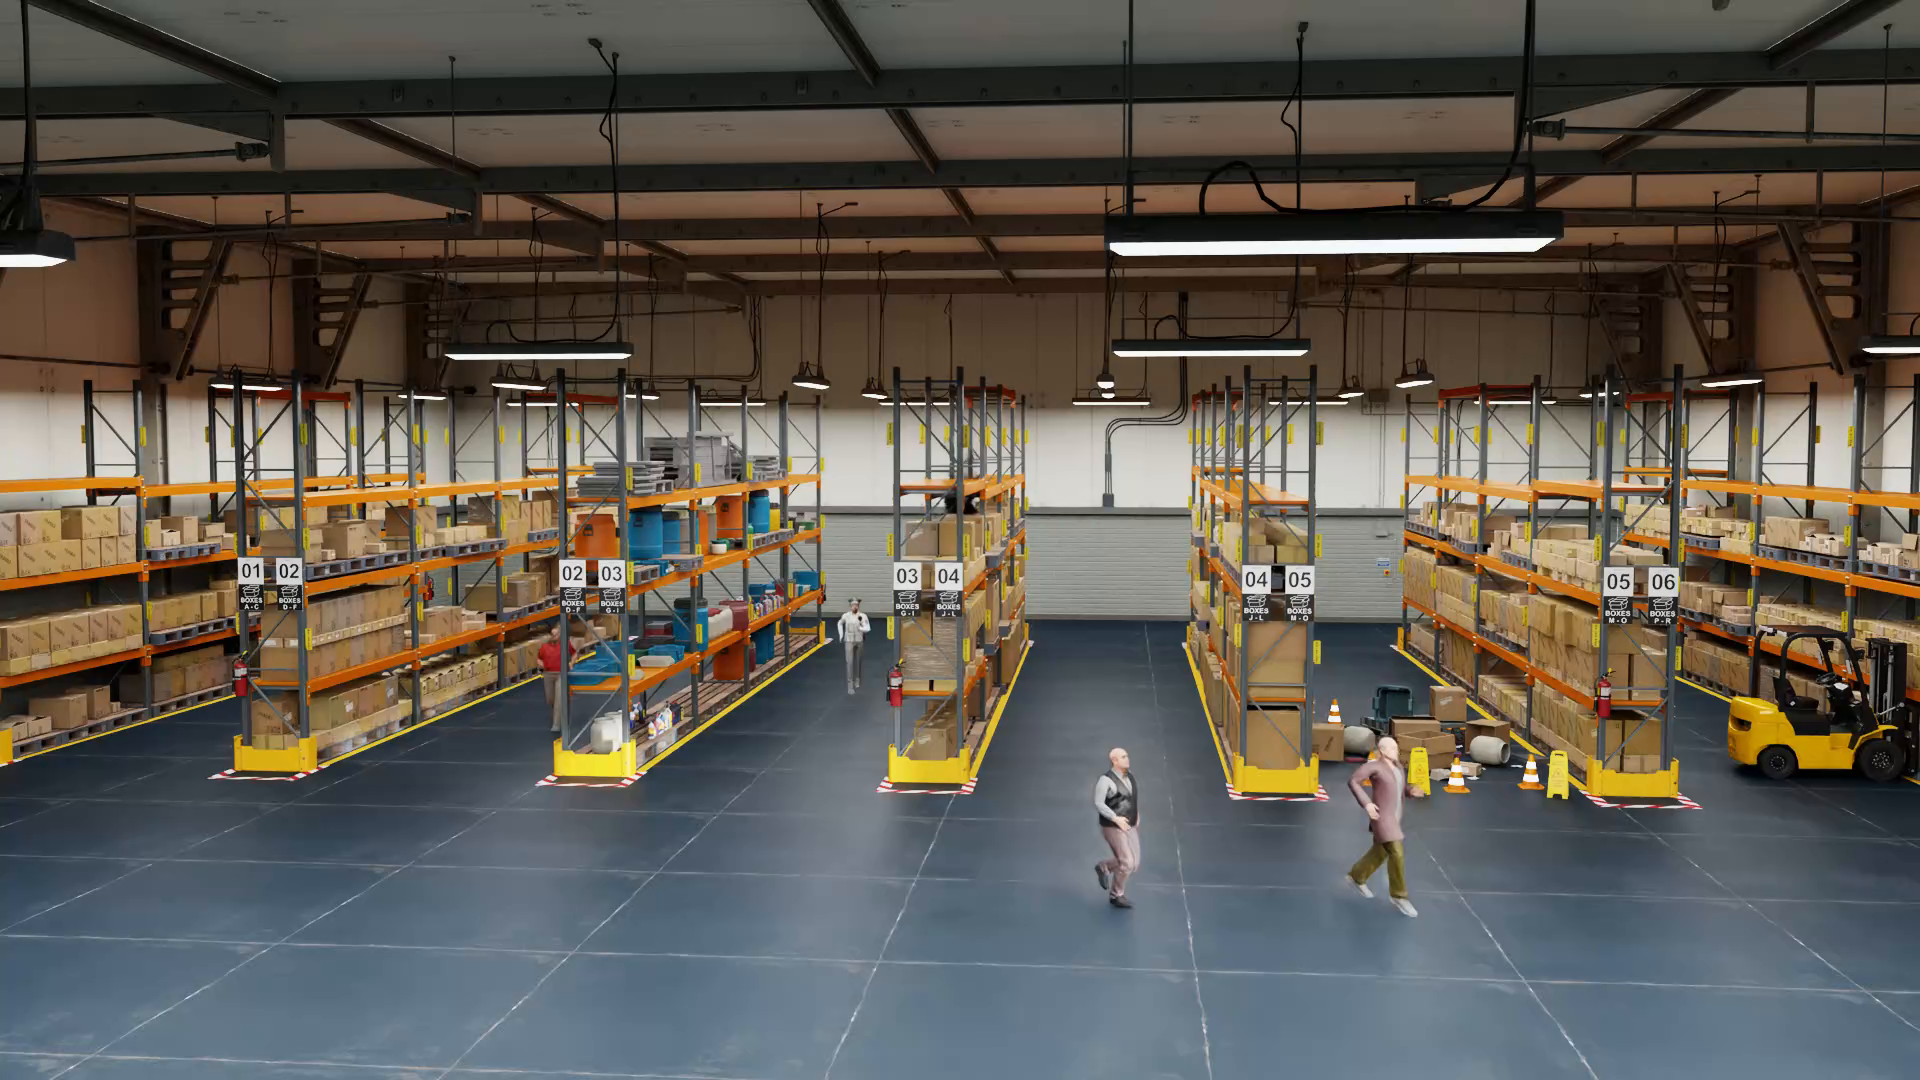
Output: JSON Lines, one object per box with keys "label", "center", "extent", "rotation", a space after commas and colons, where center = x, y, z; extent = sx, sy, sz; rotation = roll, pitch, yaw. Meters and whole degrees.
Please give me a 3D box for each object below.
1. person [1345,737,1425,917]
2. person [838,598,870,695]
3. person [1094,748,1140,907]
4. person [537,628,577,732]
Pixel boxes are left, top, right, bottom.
{"label": "person", "center": [4.507, 3.009, 17.702], "extent": [0.931, 1.840, 0.692], "rotation": [3, 5, 42]}
{"label": "person", "center": [-1.960, 1.940, 30.853], "extent": [0.587, 1.762, 0.753], "rotation": [0, 4, -7]}
{"label": "person", "center": [1.659, 3.058, 17.846], "extent": [0.600, 1.675, 0.690], "rotation": [3, 5, 38]}
{"label": "person", "center": [-6.919, 2.369, 28.494], "extent": [0.664, 1.725, 0.954], "rotation": [0, 4, -3]}
